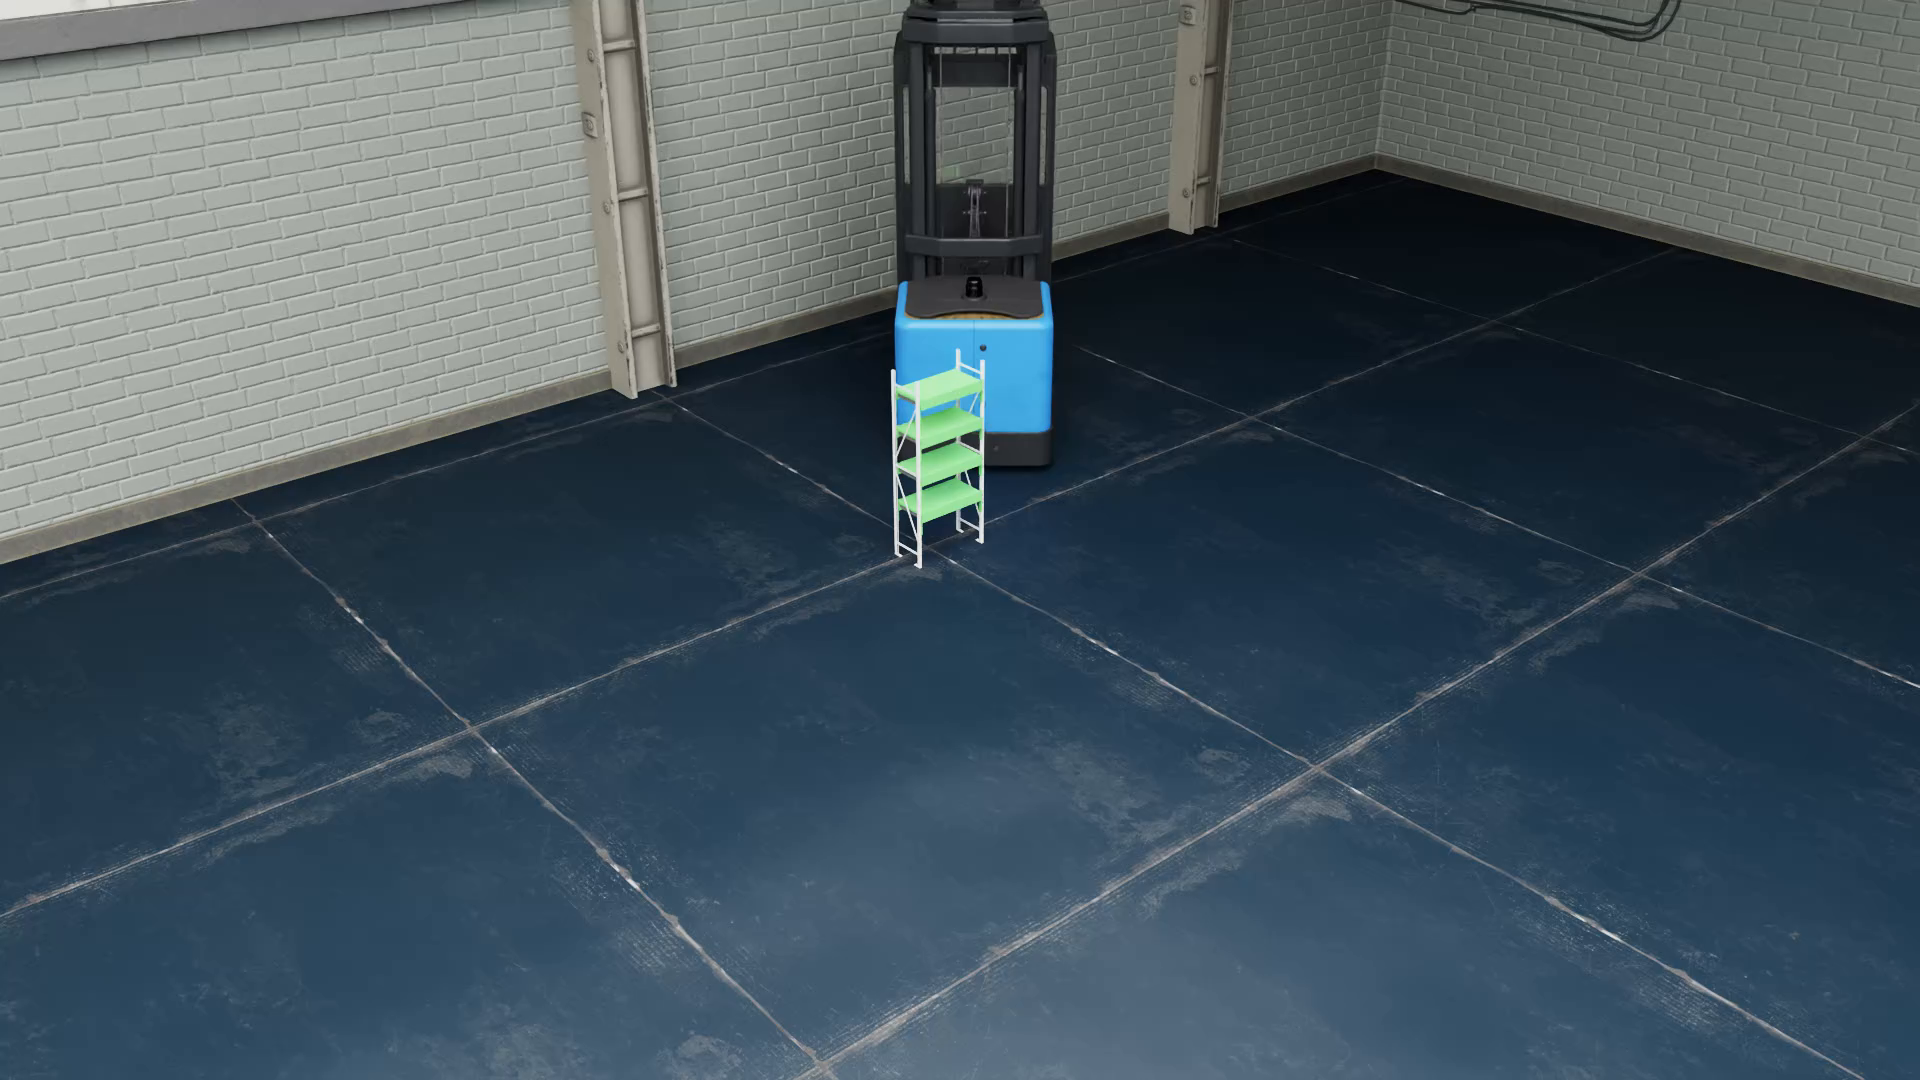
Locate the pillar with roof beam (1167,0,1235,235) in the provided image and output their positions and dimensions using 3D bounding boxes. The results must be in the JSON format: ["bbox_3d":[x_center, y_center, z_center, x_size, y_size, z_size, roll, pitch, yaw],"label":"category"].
[{"bbox_3d":[5.003,-5.408,10.822,0.400,9.000,9.100,-22,35,-35],"label":"pillar with roof beam"}]

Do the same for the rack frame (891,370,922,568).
[{"bbox_3d":[-0.312,-0.404,9.733,0.015,1.200,0.240,-22,35,-35],"label":"rack frame"}]

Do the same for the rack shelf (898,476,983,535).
[{"bbox_3d":[-0.126,-0.211,10.016,0.480,0.148,0.258,-22,35,-35],"label":"rack shelf"}]

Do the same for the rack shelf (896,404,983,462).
[{"bbox_3d":[-0.126,-0.634,9.789,0.480,0.148,0.258,-22,35,-35],"label":"rack shelf"}]

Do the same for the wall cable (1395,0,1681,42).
[{"bbox_3d":[5.308,-6.009,15.242,0.112,2.526,3.097,-22,35,-35],"label":"wall cable"}]

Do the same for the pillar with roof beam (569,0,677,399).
[{"bbox_3d":[0.438,-3.573,7.388,0.400,9.000,9.100,-22,35,-35],"label":"pillar with roof beam"}]

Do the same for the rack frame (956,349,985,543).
[{"bbox_3d":[0.060,-0.553,10.012,0.015,1.200,0.240,-22,35,-35],"label":"rack frame"}]

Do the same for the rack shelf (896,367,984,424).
[{"bbox_3d":[-0.126,-0.846,9.676,0.480,0.148,0.258,-22,35,-35],"label":"rack shelf"}]

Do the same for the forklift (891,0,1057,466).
[{"bbox_3d":[0.102,-2.433,11.694,1.130,2.935,3.031,0,28,0],"label":"forklift"}]

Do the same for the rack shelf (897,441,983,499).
[{"bbox_3d":[-0.126,-0.422,9.903,0.480,0.148,0.258,-22,35,-35],"label":"rack shelf"}]

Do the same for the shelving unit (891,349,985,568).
[{"bbox_3d":[-0.126,-0.479,9.872,0.503,1.200,0.258,-22,35,-35],"label":"shelving unit"}]
